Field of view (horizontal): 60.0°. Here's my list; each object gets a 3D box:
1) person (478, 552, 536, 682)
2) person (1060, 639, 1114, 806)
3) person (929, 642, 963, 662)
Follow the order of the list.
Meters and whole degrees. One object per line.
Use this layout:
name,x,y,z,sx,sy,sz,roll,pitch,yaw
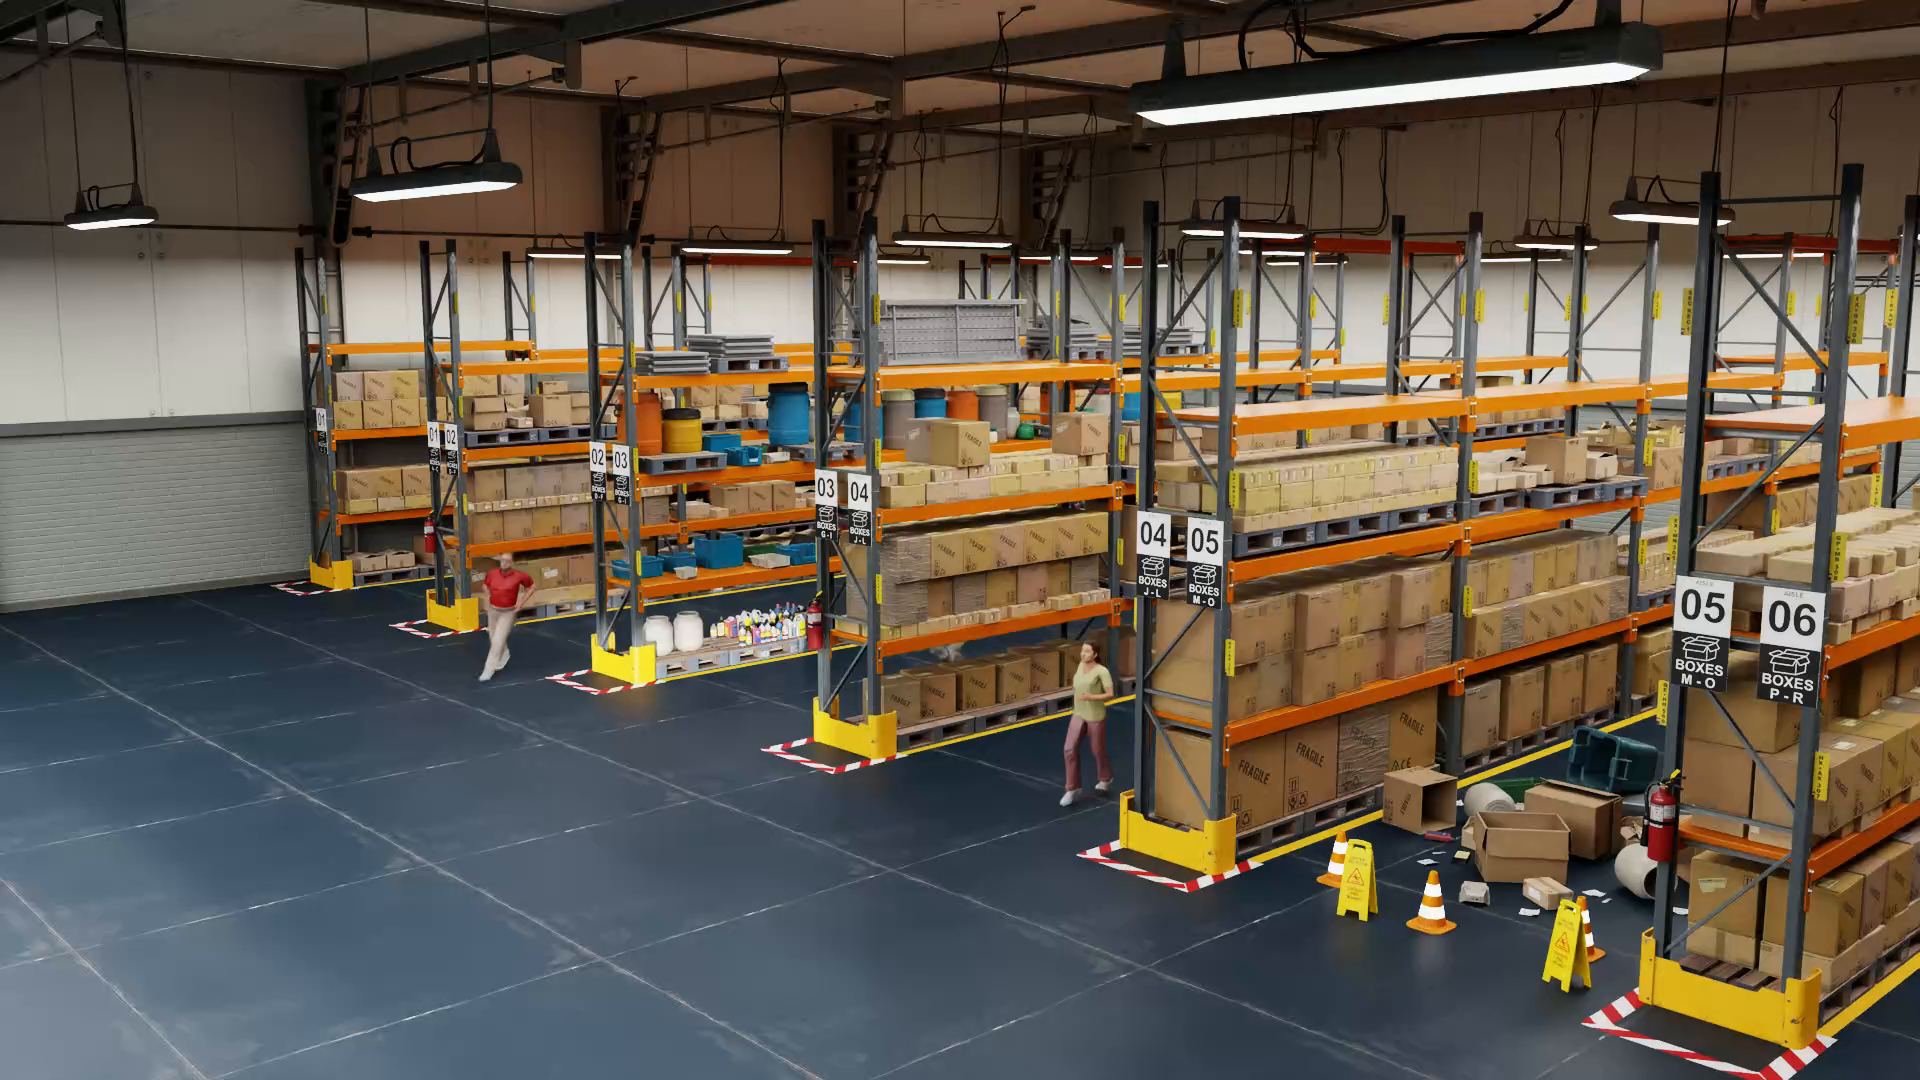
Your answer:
person,-6.182,1.022,22.645,0.680,1.744,0.845,3,9,17
person,1.368,1.843,17.085,0.559,1.702,0.778,6,10,35
person,-0.149,1.066,21.802,0.645,1.738,0.611,6,10,36
